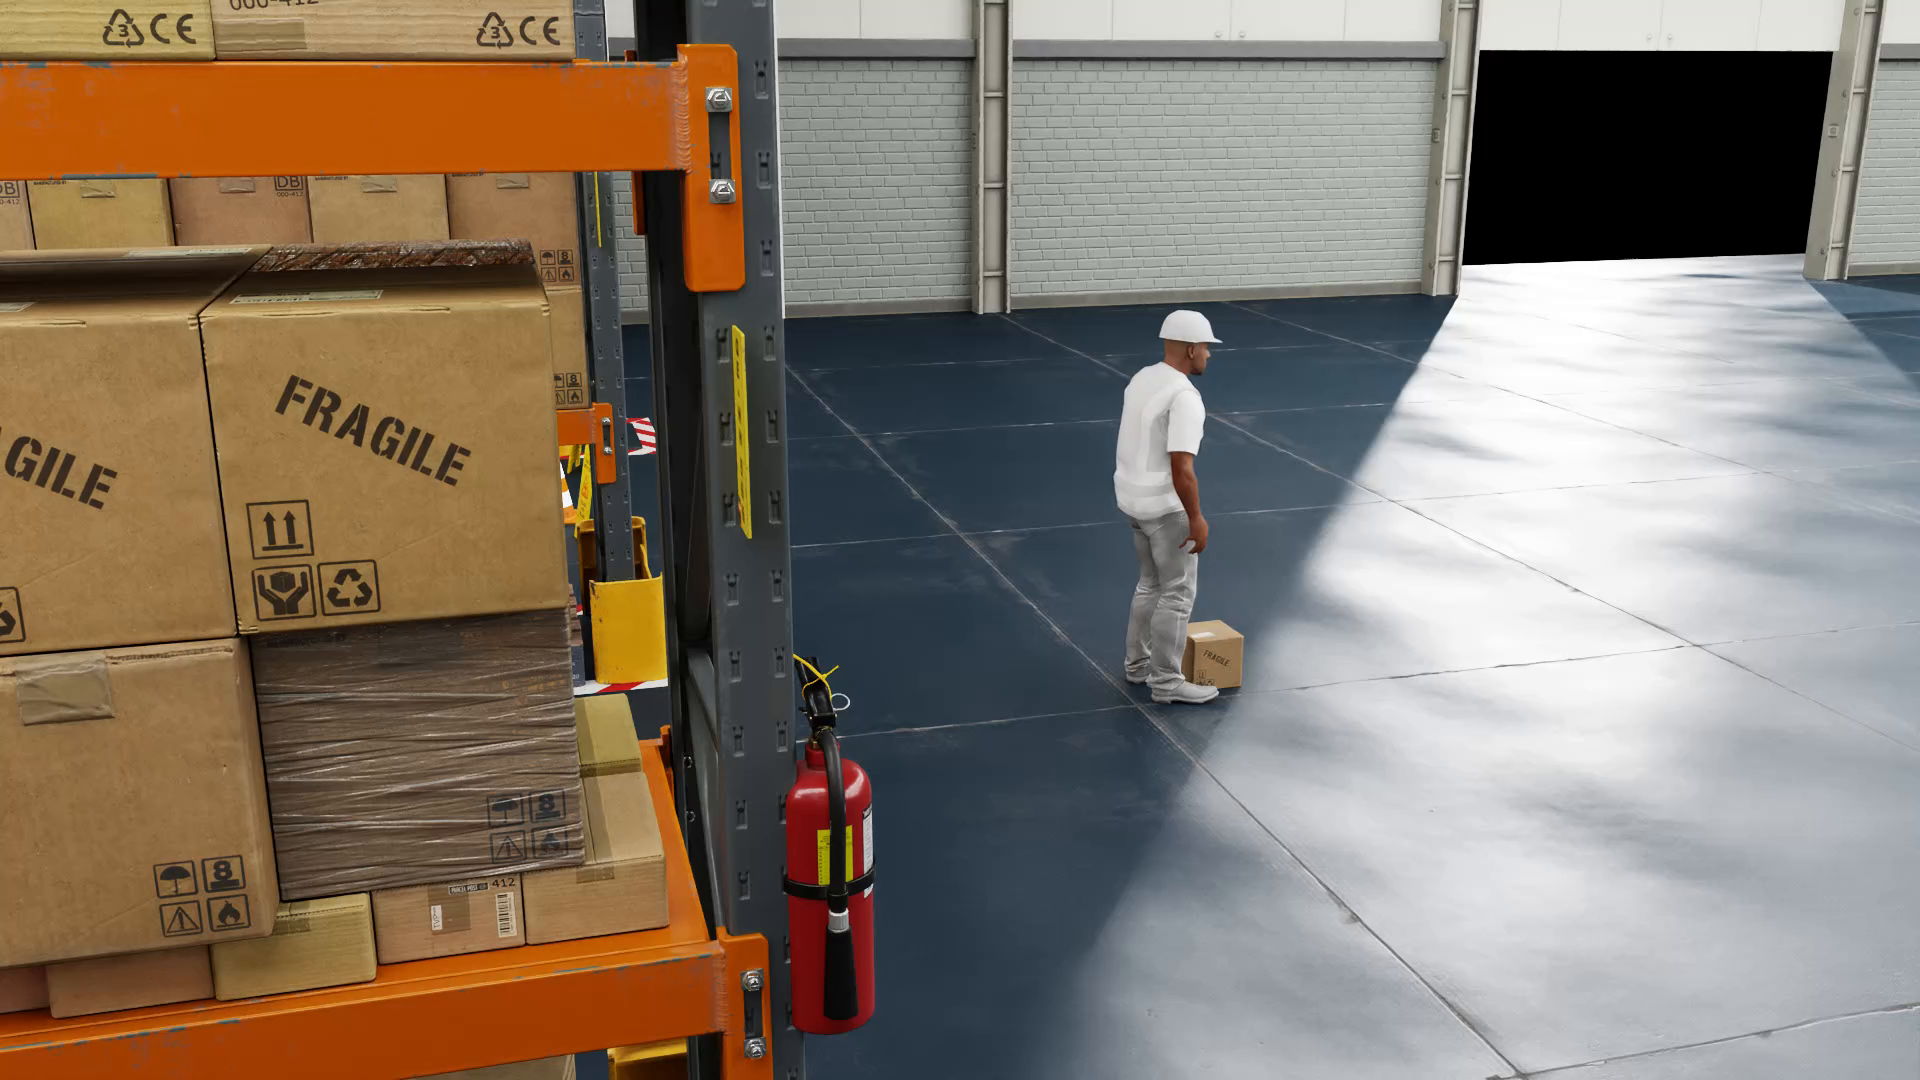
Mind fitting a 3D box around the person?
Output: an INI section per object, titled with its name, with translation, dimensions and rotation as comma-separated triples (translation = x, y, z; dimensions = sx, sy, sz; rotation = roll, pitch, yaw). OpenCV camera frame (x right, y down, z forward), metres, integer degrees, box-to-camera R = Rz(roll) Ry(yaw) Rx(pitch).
[person]
translation = 0.951, -0.161, 7.562
dimensions = 0.460, 1.761, 0.627
rotation = -5, 16, -16
